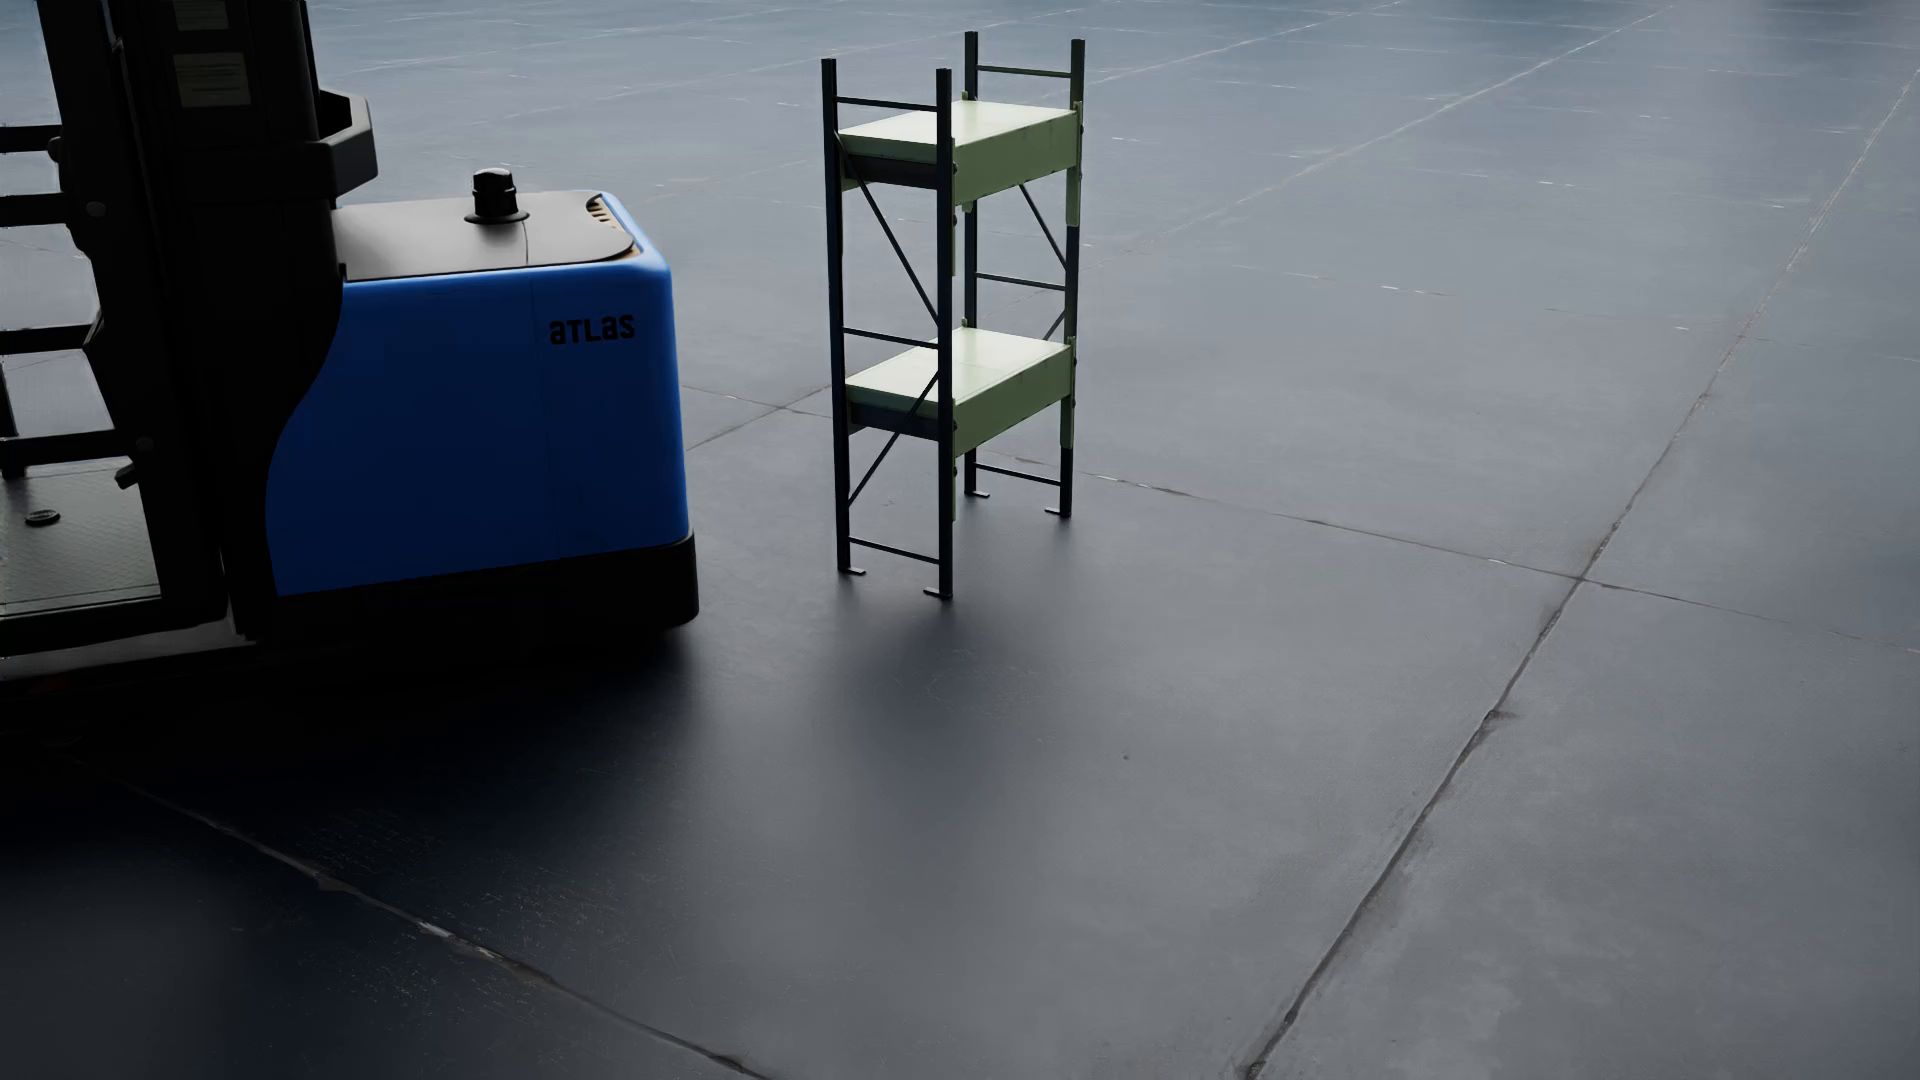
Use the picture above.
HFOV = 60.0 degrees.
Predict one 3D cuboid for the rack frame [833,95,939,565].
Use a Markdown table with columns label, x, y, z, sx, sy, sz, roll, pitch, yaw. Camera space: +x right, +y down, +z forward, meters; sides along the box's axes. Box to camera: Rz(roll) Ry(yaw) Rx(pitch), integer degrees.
| label | x | y | z | sx | sy | sz | roll | pitch | yaw |
| --- | --- | --- | --- | --- | --- | --- | --- | --- | --- |
| rack frame | -0.195 | -0.562 | 4.661 | 0.380 | 1.308 | 0.010 | 14 | 27 | 29 |

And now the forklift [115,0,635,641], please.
| label | x | y | z | sx | sy | sz | roll | pitch | yaw |
| --- | --- | --- | --- | --- | --- | --- | --- | --- | --- |
| forklift | -2.299 | -1.053 | 3.993 | 3.031 | 2.935 | 1.109 | -8 | 25 | -18 |

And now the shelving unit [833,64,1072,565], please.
| label | x | y | z | sx | sy | sz | roll | pitch | yaw |
| --- | --- | --- | --- | --- | --- | --- | --- | --- | --- |
| shelving unit | -0.002 | -0.686 | 4.946 | 0.380 | 1.308 | 0.742 | 14 | 27 | 29 |

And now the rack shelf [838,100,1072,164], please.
| label | x | y | z | sx | sy | sz | roll | pitch | yaw |
| --- | --- | --- | --- | --- | --- | --- | --- | --- | --- |
| rack shelf | -0.003 | -1.167 | 4.739 | 0.368 | 0.052 | 0.686 | 14 | 27 | 29 |

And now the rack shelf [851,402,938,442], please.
| label | x | y | z | sx | sy | sz | roll | pitch | yaw |
| --- | --- | --- | --- | --- | --- | --- | --- | --- | --- |
| rack shelf | -0.004 | -0.452 | 5.048 | 0.332 | 0.071 | 0.664 | 14 | 27 | 29 |

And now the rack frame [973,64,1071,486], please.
| label | x | y | z | sx | sy | sz | roll | pitch | yaw |
| --- | --- | --- | --- | --- | --- | --- | --- | --- | --- |
| rack frame | 0.191 | -0.809 | 5.232 | 0.380 | 1.308 | 0.010 | 14 | 27 | 29 |
